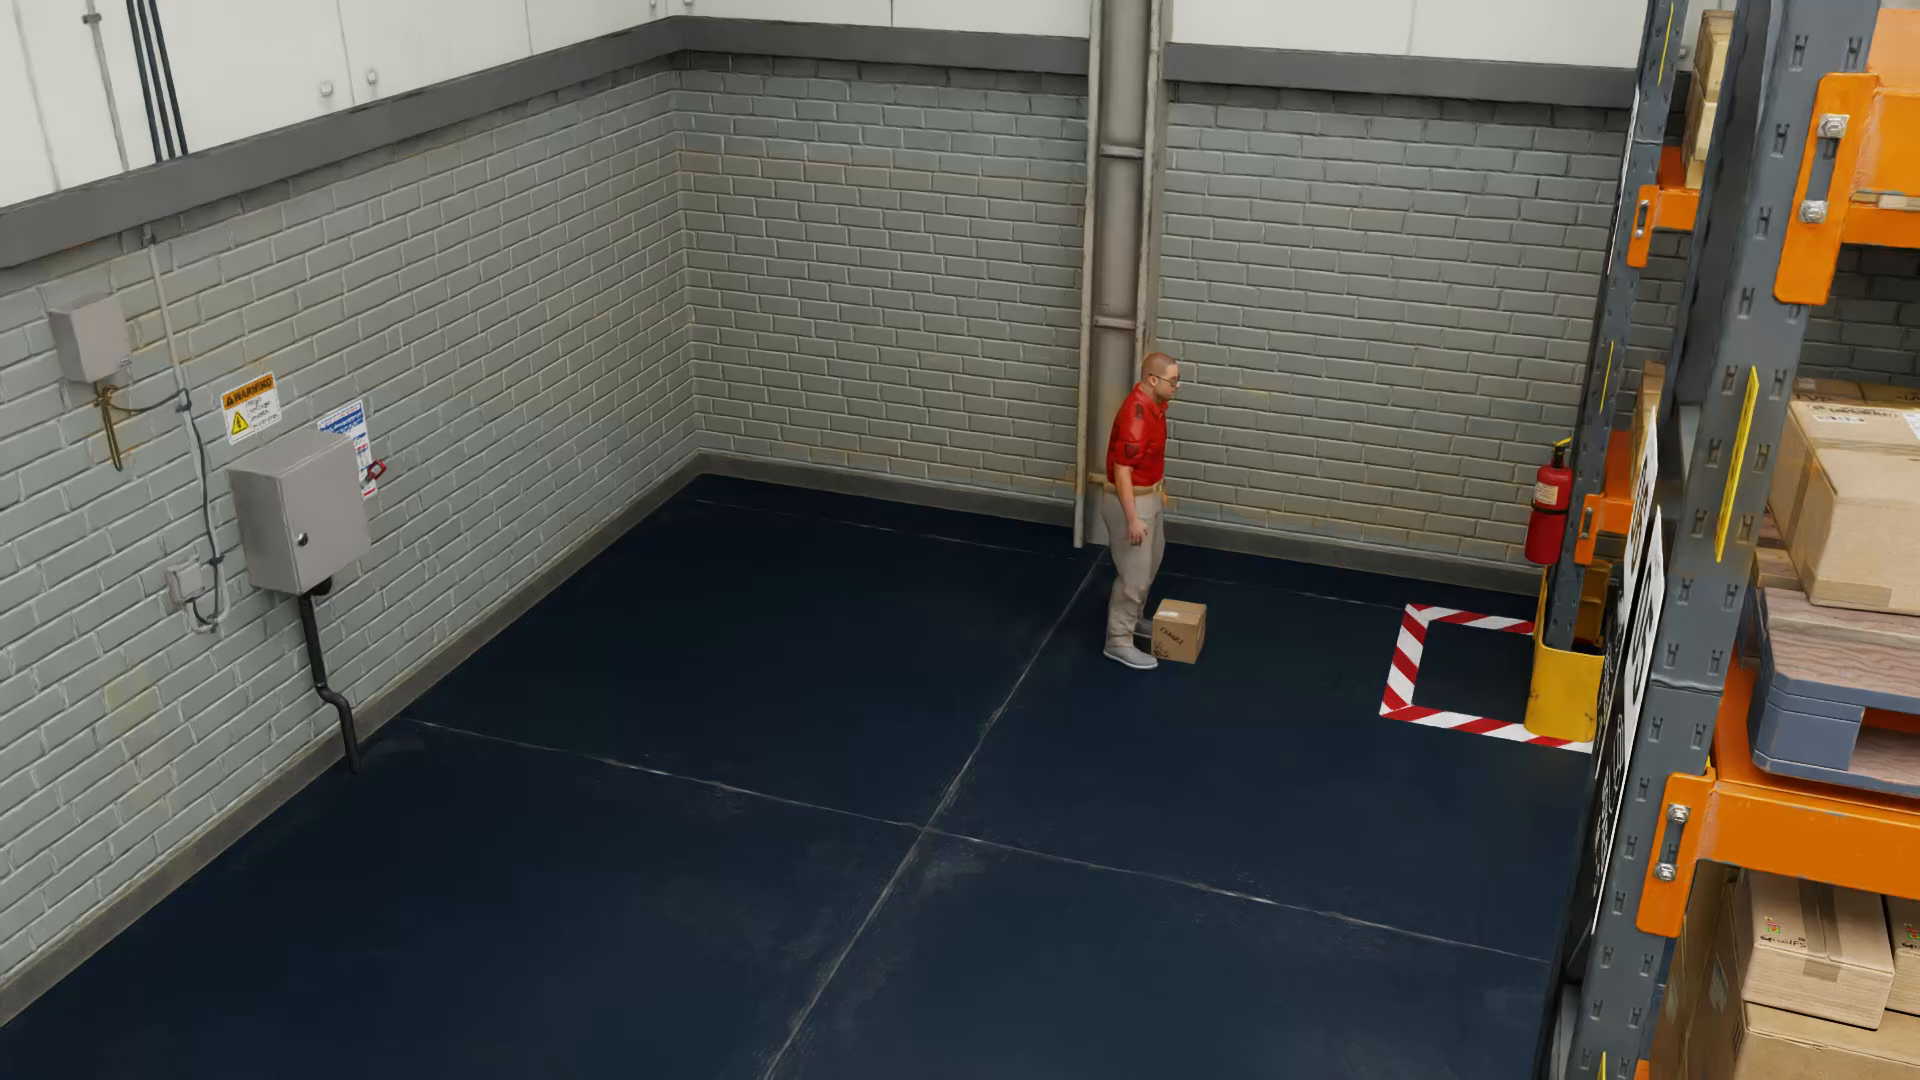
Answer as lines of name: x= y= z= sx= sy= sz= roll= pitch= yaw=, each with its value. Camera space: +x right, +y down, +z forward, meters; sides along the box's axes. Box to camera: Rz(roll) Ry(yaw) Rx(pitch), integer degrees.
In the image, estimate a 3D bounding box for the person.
person: x=0.980 y=-0.193 z=9.028 sx=0.391 sy=1.727 sz=0.584 roll=9 pitch=27 yaw=18
